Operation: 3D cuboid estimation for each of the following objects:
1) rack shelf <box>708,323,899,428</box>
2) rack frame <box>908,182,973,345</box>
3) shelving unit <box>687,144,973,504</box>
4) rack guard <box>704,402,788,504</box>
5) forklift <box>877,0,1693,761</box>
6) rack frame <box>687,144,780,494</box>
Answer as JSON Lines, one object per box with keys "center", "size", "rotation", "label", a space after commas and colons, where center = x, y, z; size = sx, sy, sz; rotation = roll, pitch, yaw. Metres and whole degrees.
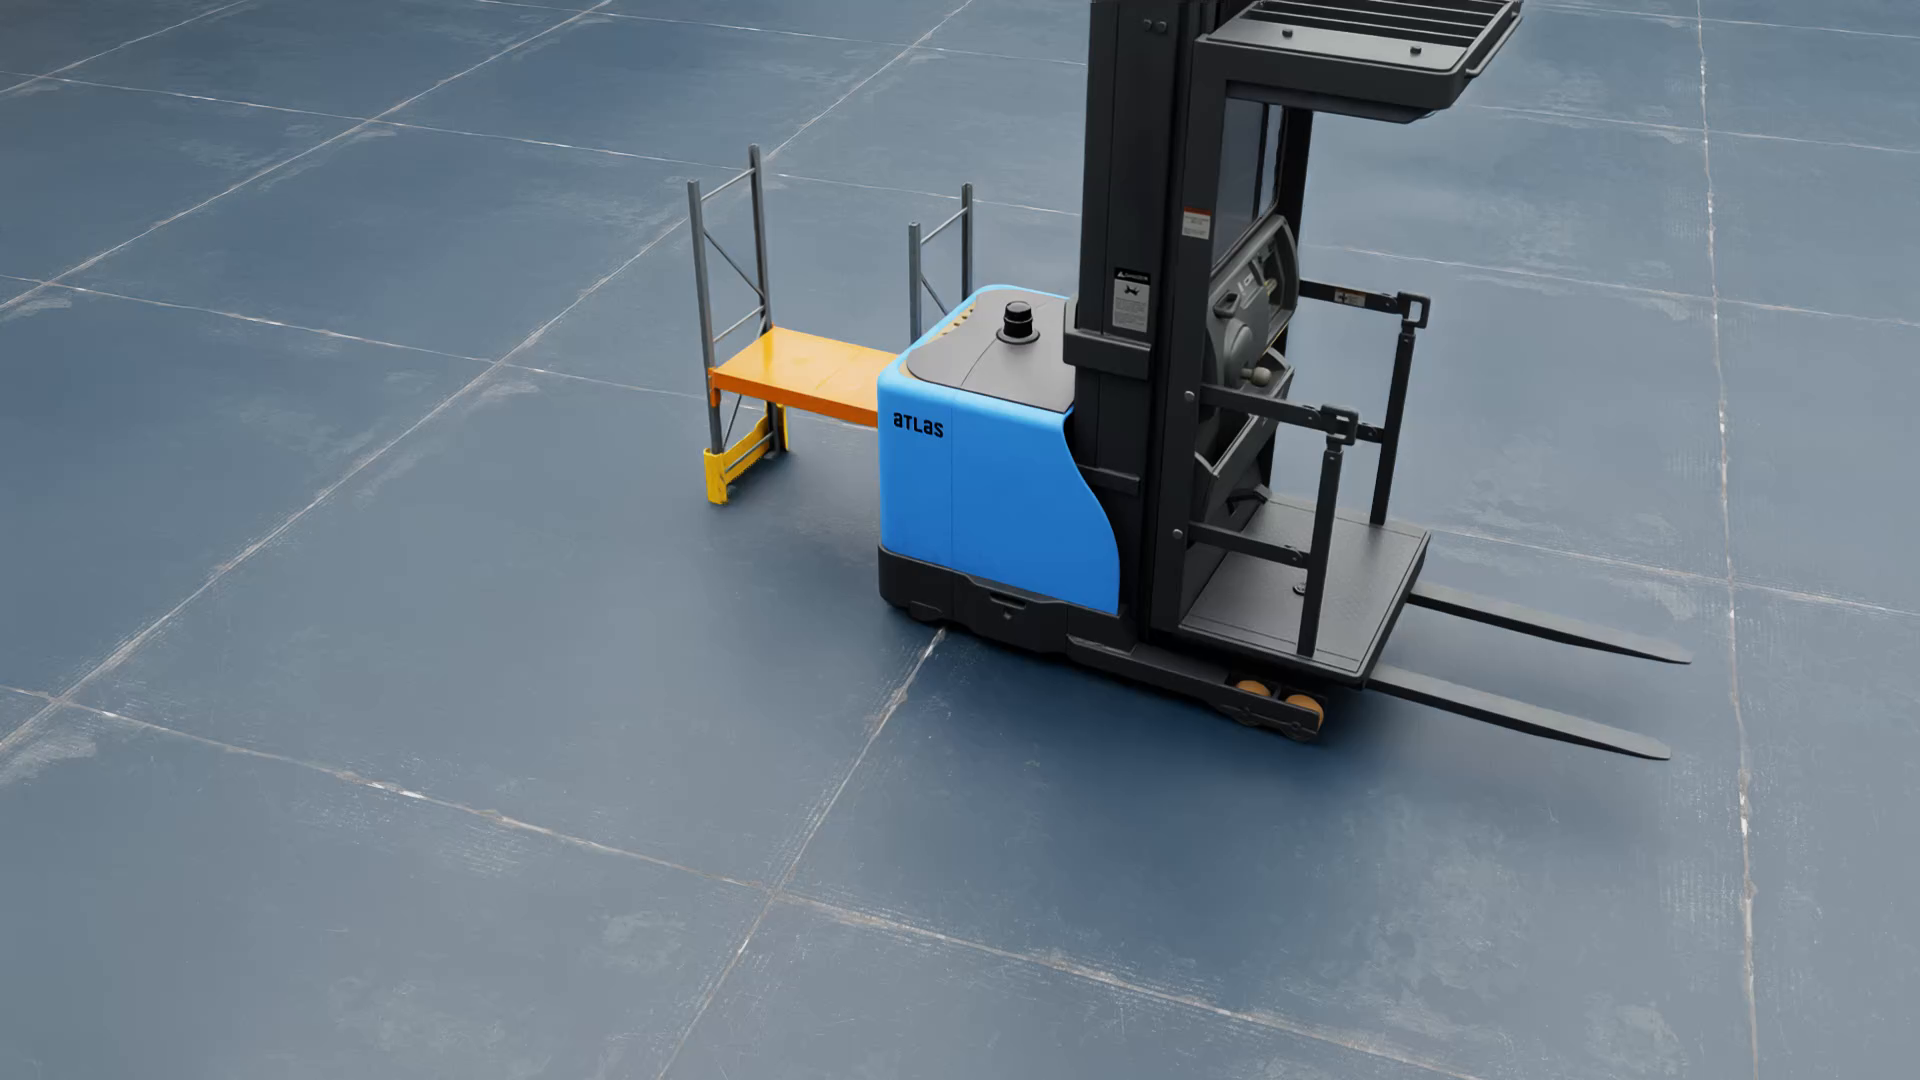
{"center": [-0.527, -0.666, 7.231], "size": [1.000, 0.185, 0.538], "rotation": [15, 36, 22], "label": "rack shelf"}
{"center": [-0.072, -0.693, 6.941], "size": [0.032, 1.500, 0.500], "rotation": [15, 36, 22], "label": "rack frame"}
{"center": [-0.535, -0.819, 7.136], "size": [1.083, 1.500, 0.587], "rotation": [15, 36, 22], "label": "shelving unit"}
{"center": [-0.980, -0.416, 7.663], "size": [0.087, 0.250, 0.587], "rotation": [15, 36, 22], "label": "rack guard"}
{"center": [1.222, -0.825, 5.825], "size": [3.031, 2.935, 1.130], "rotation": [15, 36, 22], "label": "forklift"}
{"center": [-0.981, -0.941, 7.325], "size": [0.032, 1.500, 0.500], "rotation": [15, 36, 22], "label": "rack frame"}
